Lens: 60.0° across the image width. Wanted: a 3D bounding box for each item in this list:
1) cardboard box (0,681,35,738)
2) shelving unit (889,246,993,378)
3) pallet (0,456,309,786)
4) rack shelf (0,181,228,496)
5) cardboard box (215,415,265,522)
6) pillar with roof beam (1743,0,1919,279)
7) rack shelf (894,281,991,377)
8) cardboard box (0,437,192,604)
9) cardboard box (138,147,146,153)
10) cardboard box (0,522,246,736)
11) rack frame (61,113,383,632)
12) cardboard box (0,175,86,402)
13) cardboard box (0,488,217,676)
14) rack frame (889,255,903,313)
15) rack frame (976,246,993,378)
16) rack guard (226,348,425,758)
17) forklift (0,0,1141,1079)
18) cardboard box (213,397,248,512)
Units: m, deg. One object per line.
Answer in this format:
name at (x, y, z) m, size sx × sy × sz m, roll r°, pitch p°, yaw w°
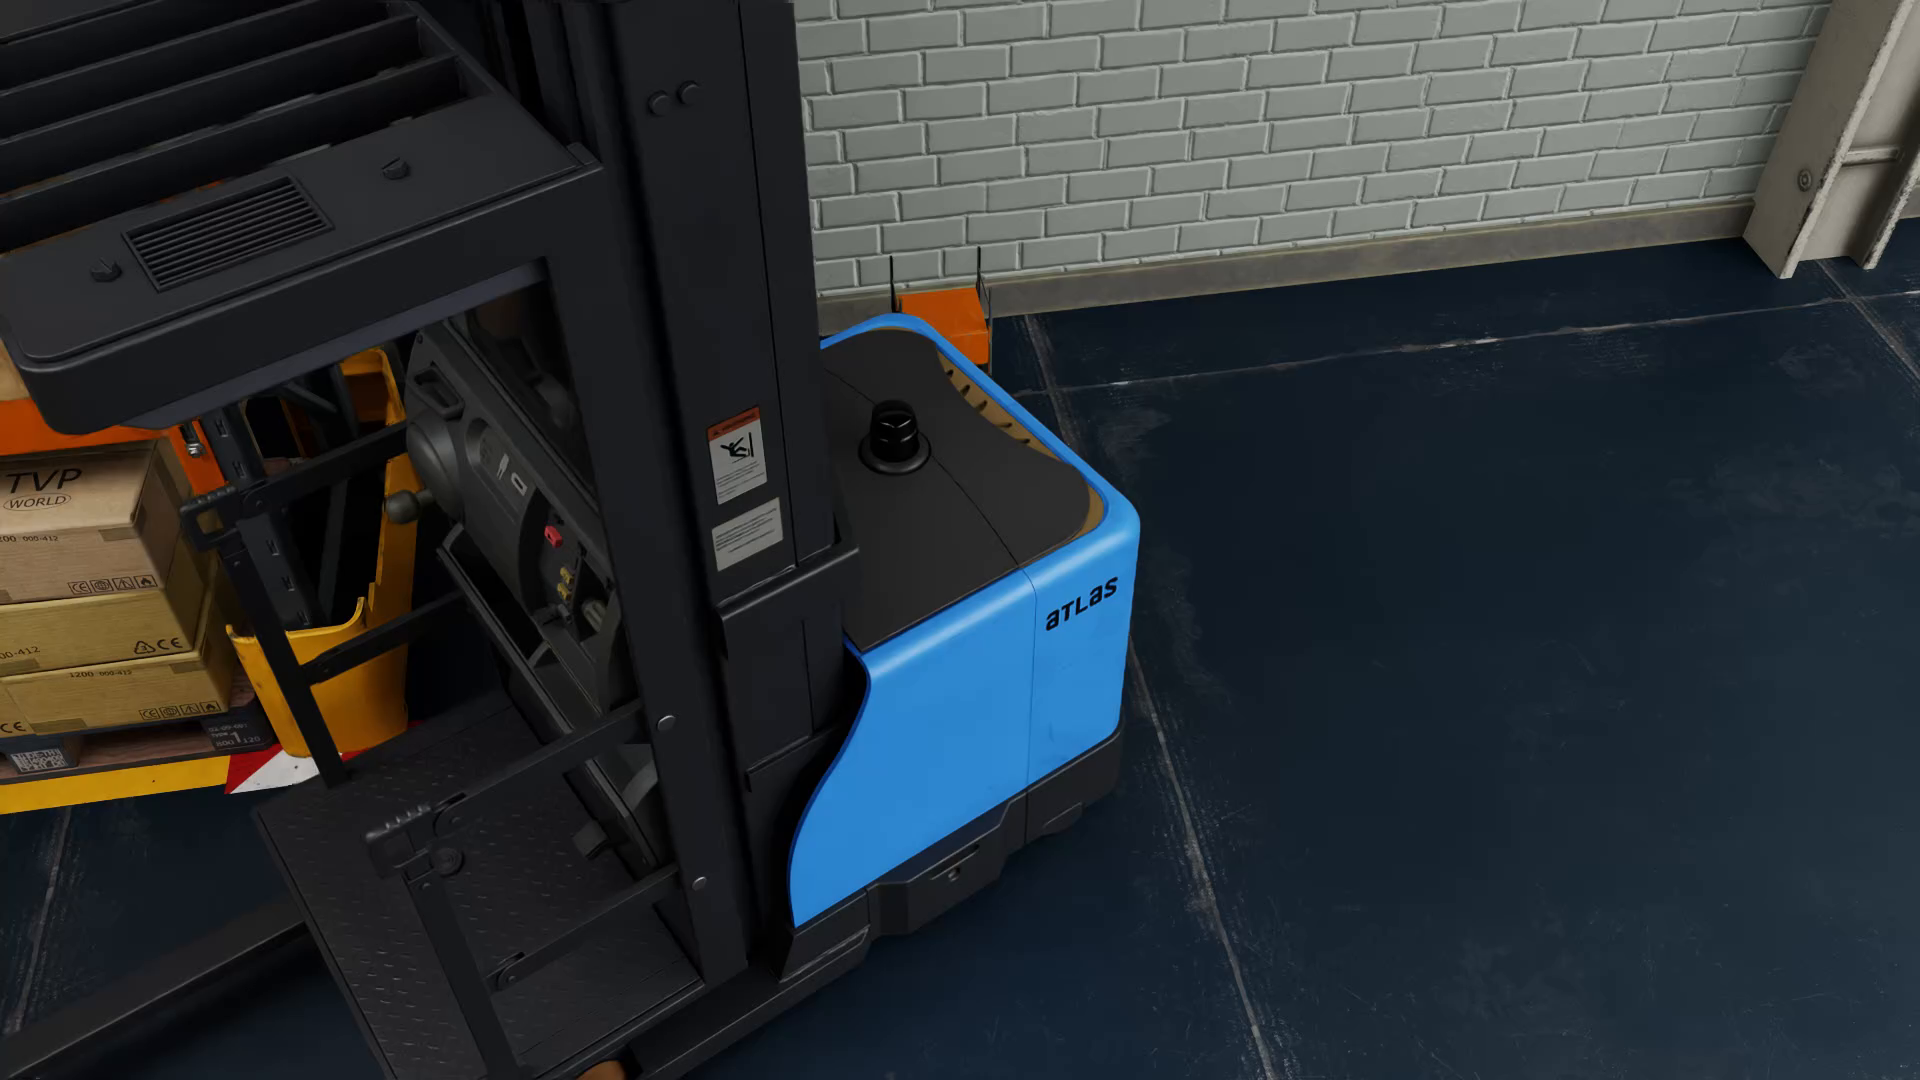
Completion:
cardboard box at (-2.758, 0.289, 4.506) m, size 0.500 × 0.250 × 0.500 m, roll -7°, pitch 46°, yaw -7°
shelving unit at (-0.052, -0.359, 4.866) m, size 0.252 × 1.050 × 0.215 m, roll -7°, pitch 47°, yaw -7°
pallet at (-2.604, 0.236, 4.876) m, size 1.213 × 0.211 × 1.003 m, roll -7°, pitch 46°, yaw -7°
rack shelf at (-3.828, -0.360, 4.013) m, size 4.000 × 0.370 × 1.077 m, roll -7°, pitch 46°, yaw -7°
cardboard box at (-2.375, -0.125, 4.906) m, size 0.500 × 0.250 × 0.500 m, roll -7°, pitch 46°, yaw -7°
pillar with roof beam at (3.949, -1.173, 0.131) m, size 0.400 × 9.000 × 9.100 m, roll -7°, pitch 46°, yaw -7°
rack shelf at (-0.052, -0.548, 4.668) m, size 0.240 × 0.259 × 0.215 m, roll -7°, pitch 47°, yaw -7°
cardboard box at (-2.258, -0.116, 4.202) m, size 0.500 × 0.250 × 0.500 m, roll -6°, pitch 46°, yaw -5°
cardboard box at (-2.393, -1.026, 4.086) m, size 0.500 × 0.500 × 0.500 m, roll -6°, pitch 46°, yaw -5°
cardboard box at (-2.267, 0.235, 4.558) m, size 0.500 × 0.250 × 0.500 m, roll -7°, pitch 46°, yaw -7°
rack frame at (-1.858, -0.855, 3.991) m, size 0.127 × 3.000 × 1.000 m, roll -7°, pitch 46°, yaw -7°
cardboard box at (-2.298, -0.643, 3.717) m, size 0.500 × 0.500 × 0.500 m, roll -8°, pitch 47°, yaw -8°
cardboard box at (-2.284, 0.061, 4.379) m, size 0.500 × 0.250 × 0.500 m, roll -8°, pitch 47°, yaw -7°
rack frame at (-0.173, -0.344, 4.851) m, size 0.008 × 1.050 × 0.200 m, roll -7°, pitch 47°, yaw -7°
rack frame at (0.068, -0.374, 4.880) m, size 0.008 × 1.050 × 0.200 m, roll -7°, pitch 47°, yaw -7°
rack guard at (-1.834, 0.009, 4.894) m, size 0.348 × 0.500 × 1.175 m, roll -7°, pitch 46°, yaw -7°
forklift at (-1.057, 0.012, 3.203) m, size 3.031 × 2.935 × 1.130 m, roll -28°, pitch 52°, yaw -24°
cardboard box at (-2.356, -0.310, 4.736) m, size 0.500 × 0.250 × 0.500 m, roll -6°, pitch 46°, yaw -6°
